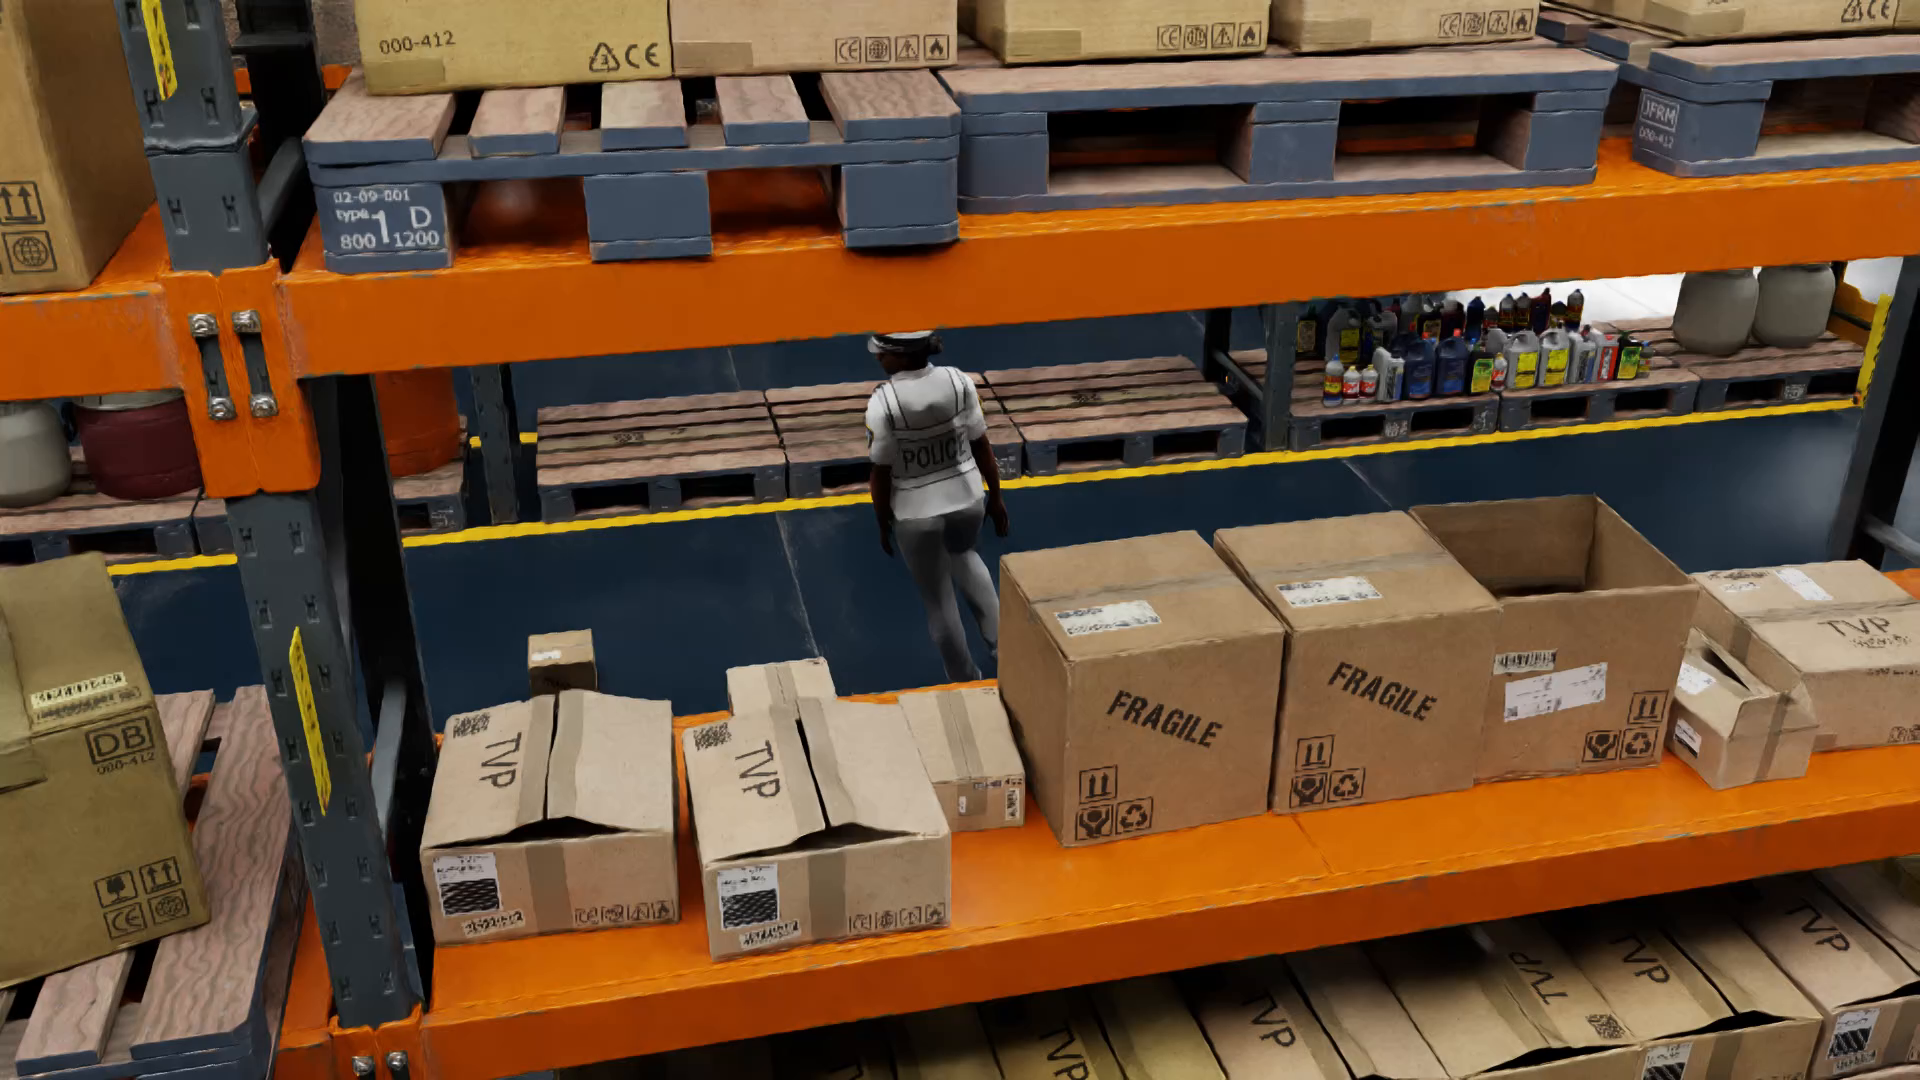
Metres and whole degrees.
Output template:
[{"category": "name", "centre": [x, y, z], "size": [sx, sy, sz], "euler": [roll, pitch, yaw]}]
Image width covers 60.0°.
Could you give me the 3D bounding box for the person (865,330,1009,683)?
[{"category": "person", "centre": [-0.062, -0.127, 6.351], "size": [0.664, 1.656, 0.438], "euler": [-11, 29, -20]}]
